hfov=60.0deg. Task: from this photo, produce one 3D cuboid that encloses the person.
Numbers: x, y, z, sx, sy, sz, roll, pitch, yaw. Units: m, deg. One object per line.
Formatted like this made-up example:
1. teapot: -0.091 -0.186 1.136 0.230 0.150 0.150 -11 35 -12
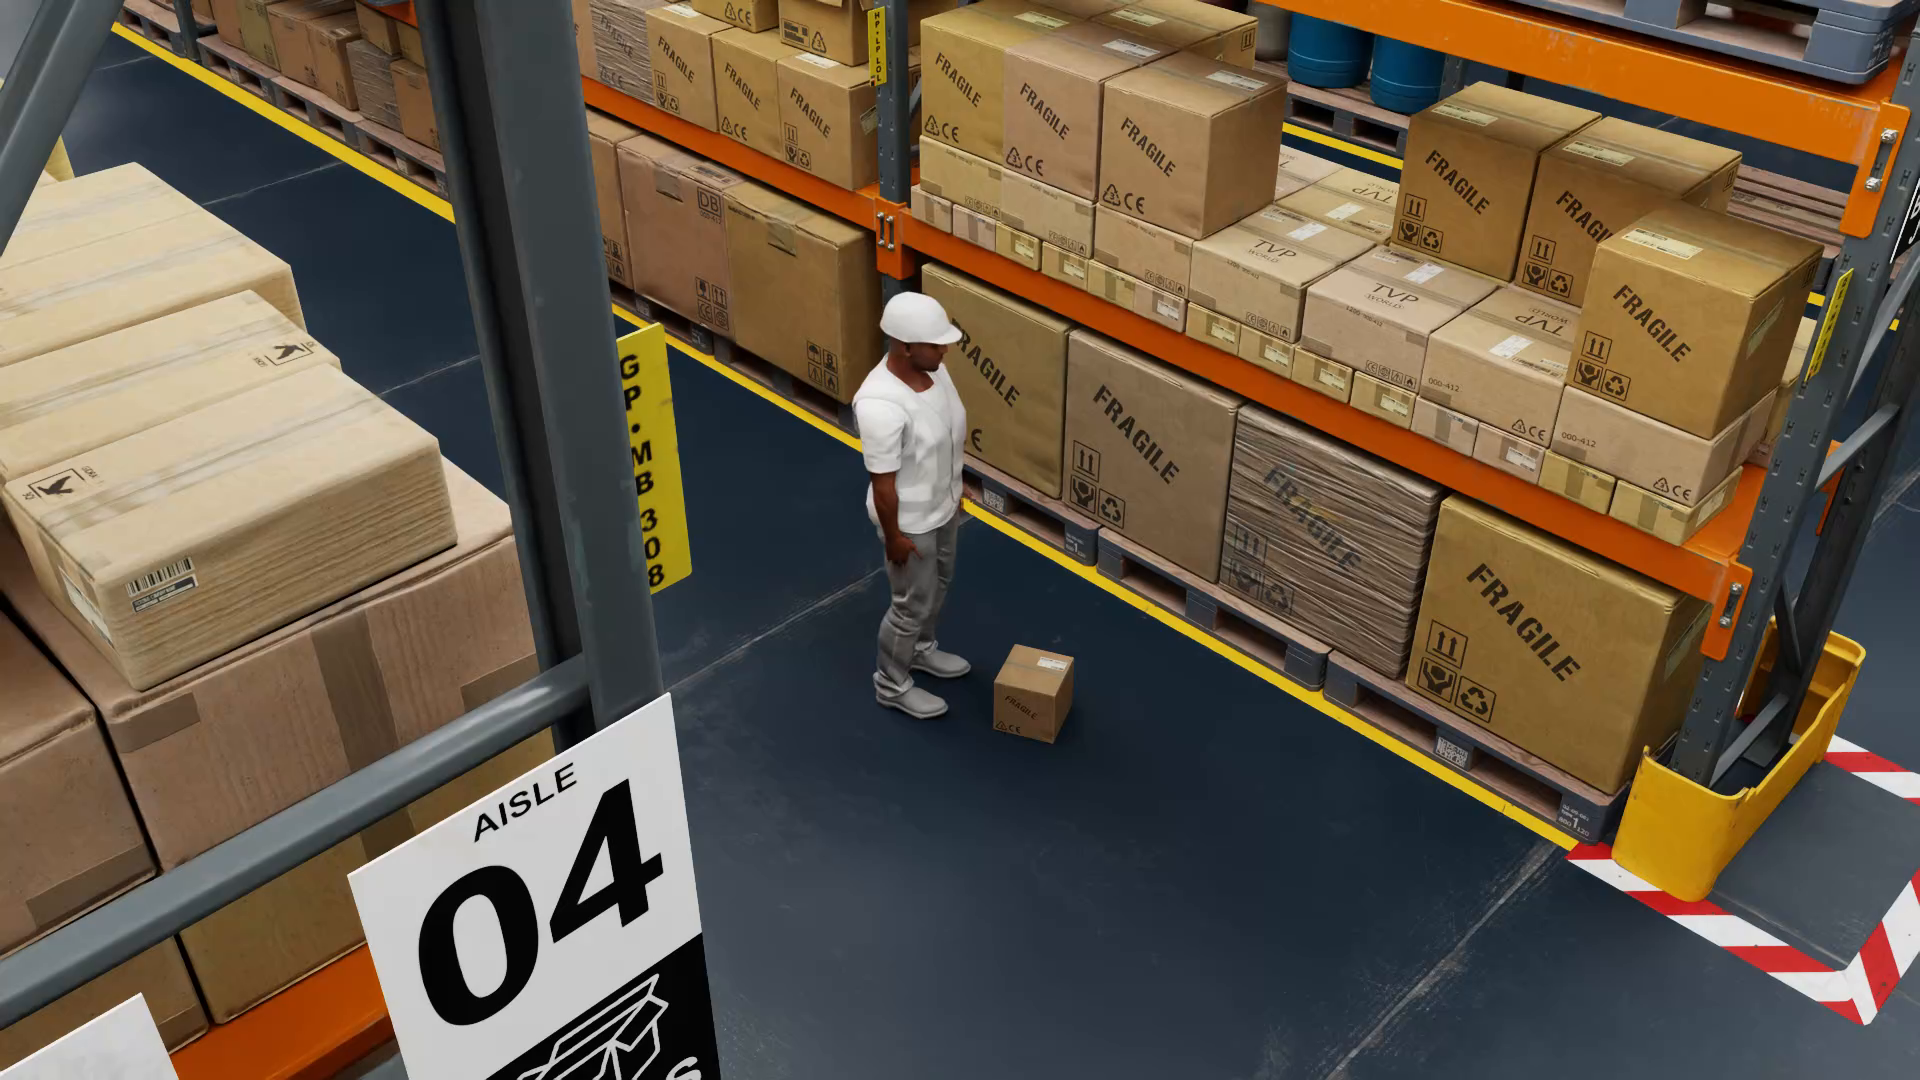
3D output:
1. person: -0.162 -0.135 6.319 0.360 1.760 0.566 13 37 17
